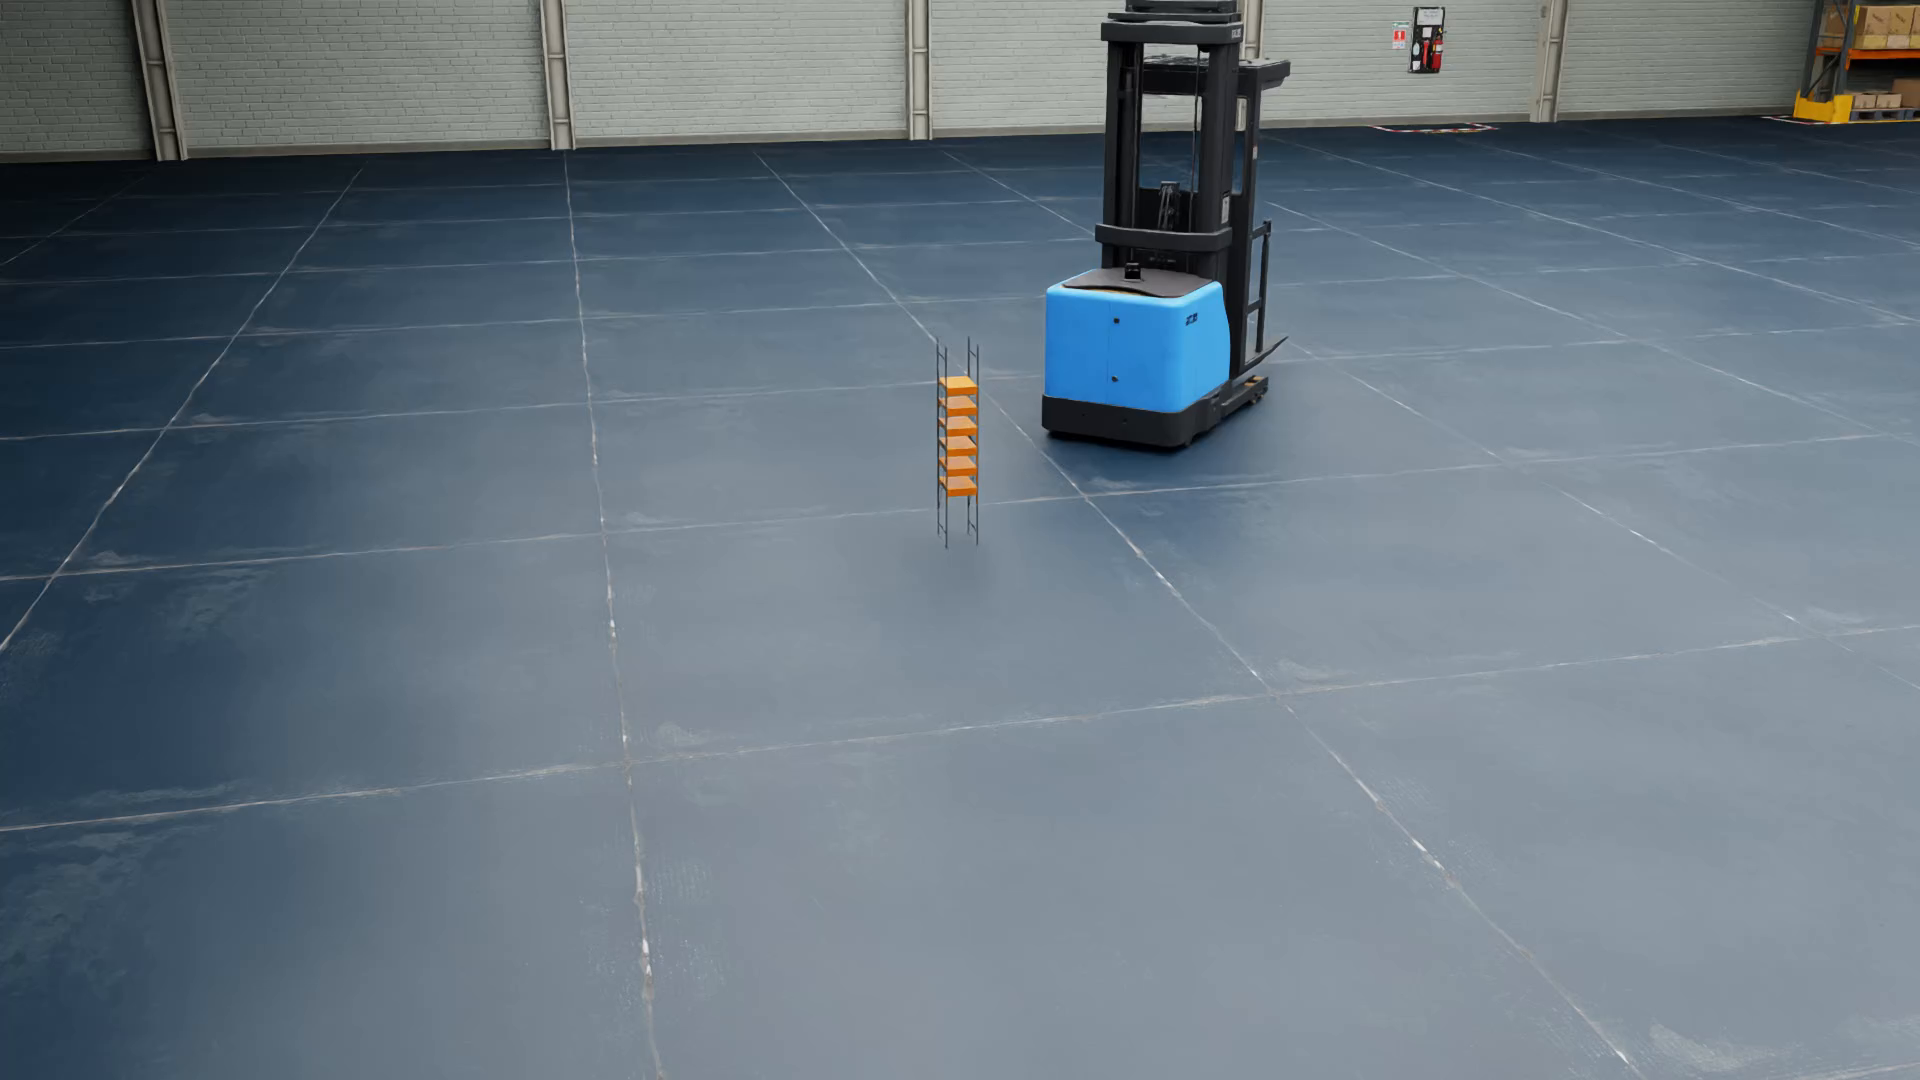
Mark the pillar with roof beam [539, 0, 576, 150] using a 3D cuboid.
[{"bbox_3d":[-5.550,-9.244,21.968,0.400,9.000,9.100,-5,21,-12],"label":"pillar with roof beam"}]

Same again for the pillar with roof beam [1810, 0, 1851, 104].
[{"bbox_3d":[17.806,-11.144,27.153,0.400,9.000,9.100,-5,21,-12],"label":"pillar with roof beam"}]

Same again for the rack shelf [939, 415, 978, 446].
[{"bbox_3d":[-0.014,-0.633,9.579,0.180,0.103,0.258,-5,21,-12],"label":"rack shelf"}]

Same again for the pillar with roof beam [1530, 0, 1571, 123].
[{"bbox_3d":[11.967,-10.669,25.857,0.400,9.000,9.100,-5,21,-12],"label":"pillar with roof beam"}]

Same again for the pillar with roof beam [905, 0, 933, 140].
[{"bbox_3d":[0.289,-9.719,23.264,0.400,9.000,9.100,-5,21,-12],"label":"pillar with roof beam"}]

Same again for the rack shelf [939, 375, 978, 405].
[{"bbox_3d":[-0.014,-0.859,9.497,0.180,0.103,0.258,-5,21,-12],"label":"rack shelf"}]

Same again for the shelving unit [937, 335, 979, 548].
[{"bbox_3d":[-0.014,-0.562,9.605,0.189,1.200,0.258,-5,21,-12],"label":"shelving unit"}]

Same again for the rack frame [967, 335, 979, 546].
[{"bbox_3d":[0.075,-0.569,9.625,0.006,1.200,0.240,-5,21,-12],"label":"rack frame"}]

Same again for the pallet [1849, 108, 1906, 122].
[{"bbox_3d":[17.206,-8.172,31.817,1.213,0.211,1.003,-5,21,-12],"label":"pallet"}]

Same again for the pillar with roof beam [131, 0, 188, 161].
[{"bbox_3d":[-11.389,-8.769,20.671,0.400,9.000,9.100,-5,21,-12],"label":"pillar with roof beam"}]

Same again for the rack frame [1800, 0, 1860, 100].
[{"bbox_3d":[16.333,-9.423,31.177,0.127,3.000,1.000,-5,21,-12],"label":"rack frame"}]

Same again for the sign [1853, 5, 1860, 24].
[{"bbox_3d":[16.458,-9.648,30.533,0.005,0.325,0.100,-5,21,-12],"label":"sign"}]

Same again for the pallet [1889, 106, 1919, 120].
[{"bbox_3d":[18.391,-8.267,32.077,1.213,0.211,1.003,-5,21,-12],"label":"pallet"}]

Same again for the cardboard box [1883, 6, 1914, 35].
[{"bbox_3d":[17.350,-9.687,30.997,0.500,0.500,0.500,-5,21,-12],"label":"cardboard box"}]

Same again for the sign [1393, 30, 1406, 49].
[{"bbox_3d":[8.001,-9.118,30.292,0.234,0.329,0.001,-5,21,-12],"label":"sign"}]

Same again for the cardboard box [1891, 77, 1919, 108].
[{"bbox_3d":[18.307,-8.567,31.835,0.500,0.500,0.700,-6,21,-16],"label":"cardboard box"}]

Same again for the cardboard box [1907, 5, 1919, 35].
[{"bbox_3d":[17.854,-9.726,31.103,0.500,0.500,0.500,-5,21,-14],"label":"cardboard box"}]

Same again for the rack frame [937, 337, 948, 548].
[{"bbox_3d":[-0.103,-0.555,9.585,0.006,1.200,0.240,-5,21,-12],"label":"rack frame"}]

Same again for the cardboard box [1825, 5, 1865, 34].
[{"bbox_3d":[16.743,-9.822,31.367,0.500,0.500,0.500,-5,21,-13],"label":"cardboard box"}]

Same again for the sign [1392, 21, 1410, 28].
[{"bbox_3d":[8.007,-9.364,30.194,0.331,0.109,0.001,-5,21,-12],"label":"sign"}]

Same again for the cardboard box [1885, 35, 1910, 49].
[{"bbox_3d":[17.383,-9.340,31.140,0.500,0.250,0.500,-5,21,-14],"label":"cardboard box"}]

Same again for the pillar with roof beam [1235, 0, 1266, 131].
[{"bbox_3d":[6.128,-10.194,24.560,0.400,9.000,9.100,-5,21,-12],"label":"pillar with roof beam"}]

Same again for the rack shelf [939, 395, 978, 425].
[{"bbox_3d":[-0.014,-0.746,9.538,0.180,0.103,0.258,-5,21,-12],"label":"rack shelf"}]

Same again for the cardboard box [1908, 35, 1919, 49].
[{"bbox_3d":[17.880,-9.378,31.245,0.500,0.250,0.500,-5,21,-13],"label":"cardboard box"}]

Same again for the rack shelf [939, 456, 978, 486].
[{"bbox_3d":[-0.014,-0.408,9.662,0.180,0.103,0.258,-5,21,-12],"label":"rack shelf"}]

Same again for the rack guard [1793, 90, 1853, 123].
[{"bbox_3d":[16.407,-8.255,31.624,0.348,0.500,1.175,-5,21,-12],"label":"rack guard"}]

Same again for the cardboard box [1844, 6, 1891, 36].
[{"bbox_3d":[16.867,-9.651,30.899,0.500,0.500,0.500,-5,21,-12],"label":"cardboard box"}]

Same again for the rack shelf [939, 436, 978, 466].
[{"bbox_3d":[-0.014,-0.521,9.620,0.180,0.103,0.258,-5,21,-12],"label":"rack shelf"}]

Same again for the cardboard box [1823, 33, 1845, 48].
[{"bbox_3d":[16.743,-9.464,31.478,0.500,0.250,0.500,-4,21,-12],"label":"cardboard box"}]

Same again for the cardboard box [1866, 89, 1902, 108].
[{"bbox_3d":[17.582,-8.437,31.755,0.500,0.311,0.500,-3,20,-8],"label":"cardboard box"}]

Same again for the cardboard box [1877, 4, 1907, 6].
[{"bbox_3d":[17.737,-9.901,31.582,0.500,0.500,0.500,-5,21,-14],"label":"cardboard box"}]

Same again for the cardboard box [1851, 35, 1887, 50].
[{"bbox_3d":[16.881,-9.294,31.015,0.500,0.250,0.500,-5,21,-14],"label":"cardboard box"}]

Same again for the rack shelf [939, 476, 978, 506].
[{"bbox_3d":[-0.014,-0.295,9.703,0.180,0.103,0.258,-5,21,-12],"label":"rack shelf"}]

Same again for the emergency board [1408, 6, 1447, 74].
[{"bbox_3d":[8.562,-9.110,30.323,0.643,1.169,0.194,-5,21,-12],"label":"emergency board"}]

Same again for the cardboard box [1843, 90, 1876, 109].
[{"bbox_3d":[17.027,-8.392,31.631,0.500,0.311,0.500,-7,21,-19],"label":"cardboard box"}]

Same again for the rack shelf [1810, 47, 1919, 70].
[{"bbox_3d":[18.279,-9.243,31.733,4.000,0.370,1.077,-5,21,-12],"label":"rack shelf"}]

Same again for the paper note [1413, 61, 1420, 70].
[{"bbox_3d":[8.374,-8.706,30.500,0.142,0.148,0.016,-5,21,-12],"label":"paper note"}]

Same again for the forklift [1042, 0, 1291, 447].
[{"bbox_3d":[1.723,-2.475,12.311,1.130,2.935,3.031,11,23,26],"label":"forklift"}]
